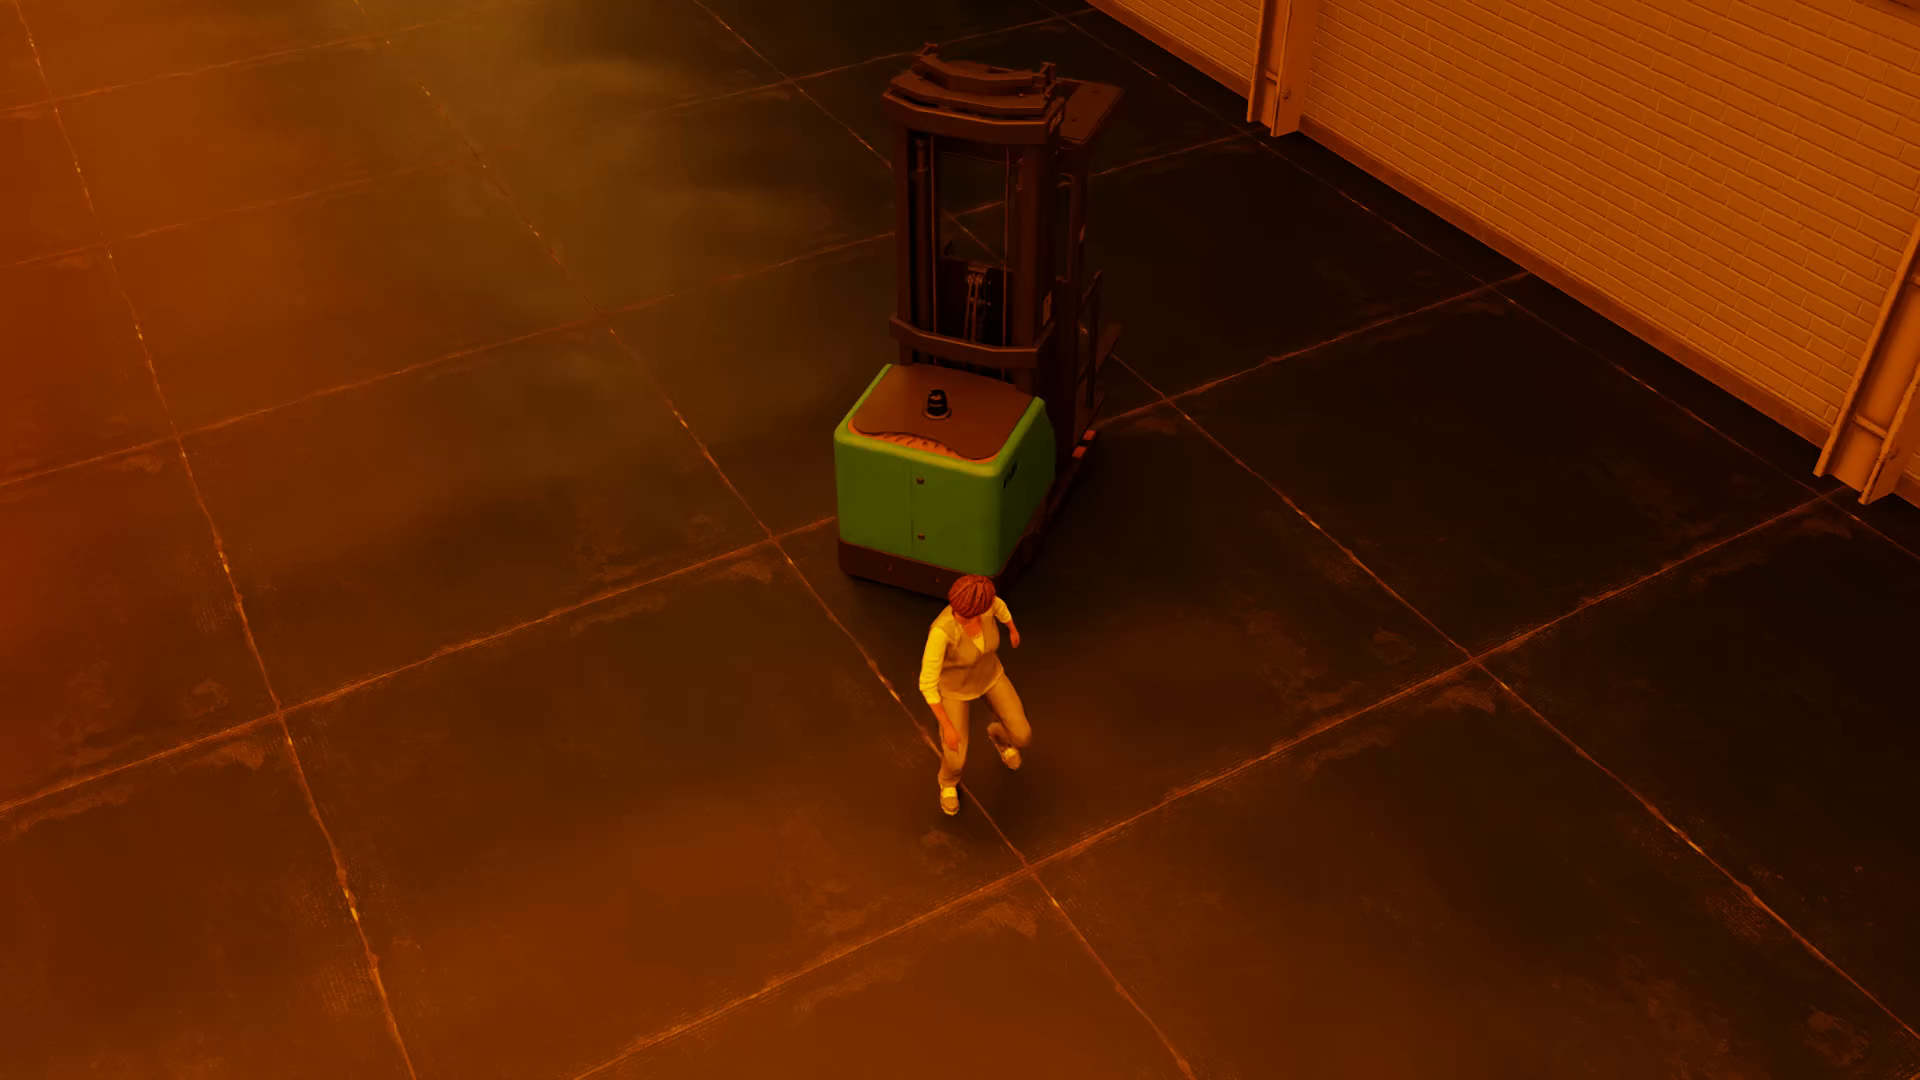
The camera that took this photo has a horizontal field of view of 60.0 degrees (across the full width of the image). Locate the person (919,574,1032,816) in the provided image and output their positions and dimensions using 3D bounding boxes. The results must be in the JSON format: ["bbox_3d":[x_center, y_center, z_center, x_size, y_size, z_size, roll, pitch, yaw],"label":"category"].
[{"bbox_3d":[0.088,0.742,8.278,0.695,1.504,0.527,-18,43,-21],"label":"person"}]

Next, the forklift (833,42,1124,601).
[{"bbox_3d":[0.283,-1.669,10.048,1.130,2.935,3.031,14,42,17],"label":"forklift"}]
